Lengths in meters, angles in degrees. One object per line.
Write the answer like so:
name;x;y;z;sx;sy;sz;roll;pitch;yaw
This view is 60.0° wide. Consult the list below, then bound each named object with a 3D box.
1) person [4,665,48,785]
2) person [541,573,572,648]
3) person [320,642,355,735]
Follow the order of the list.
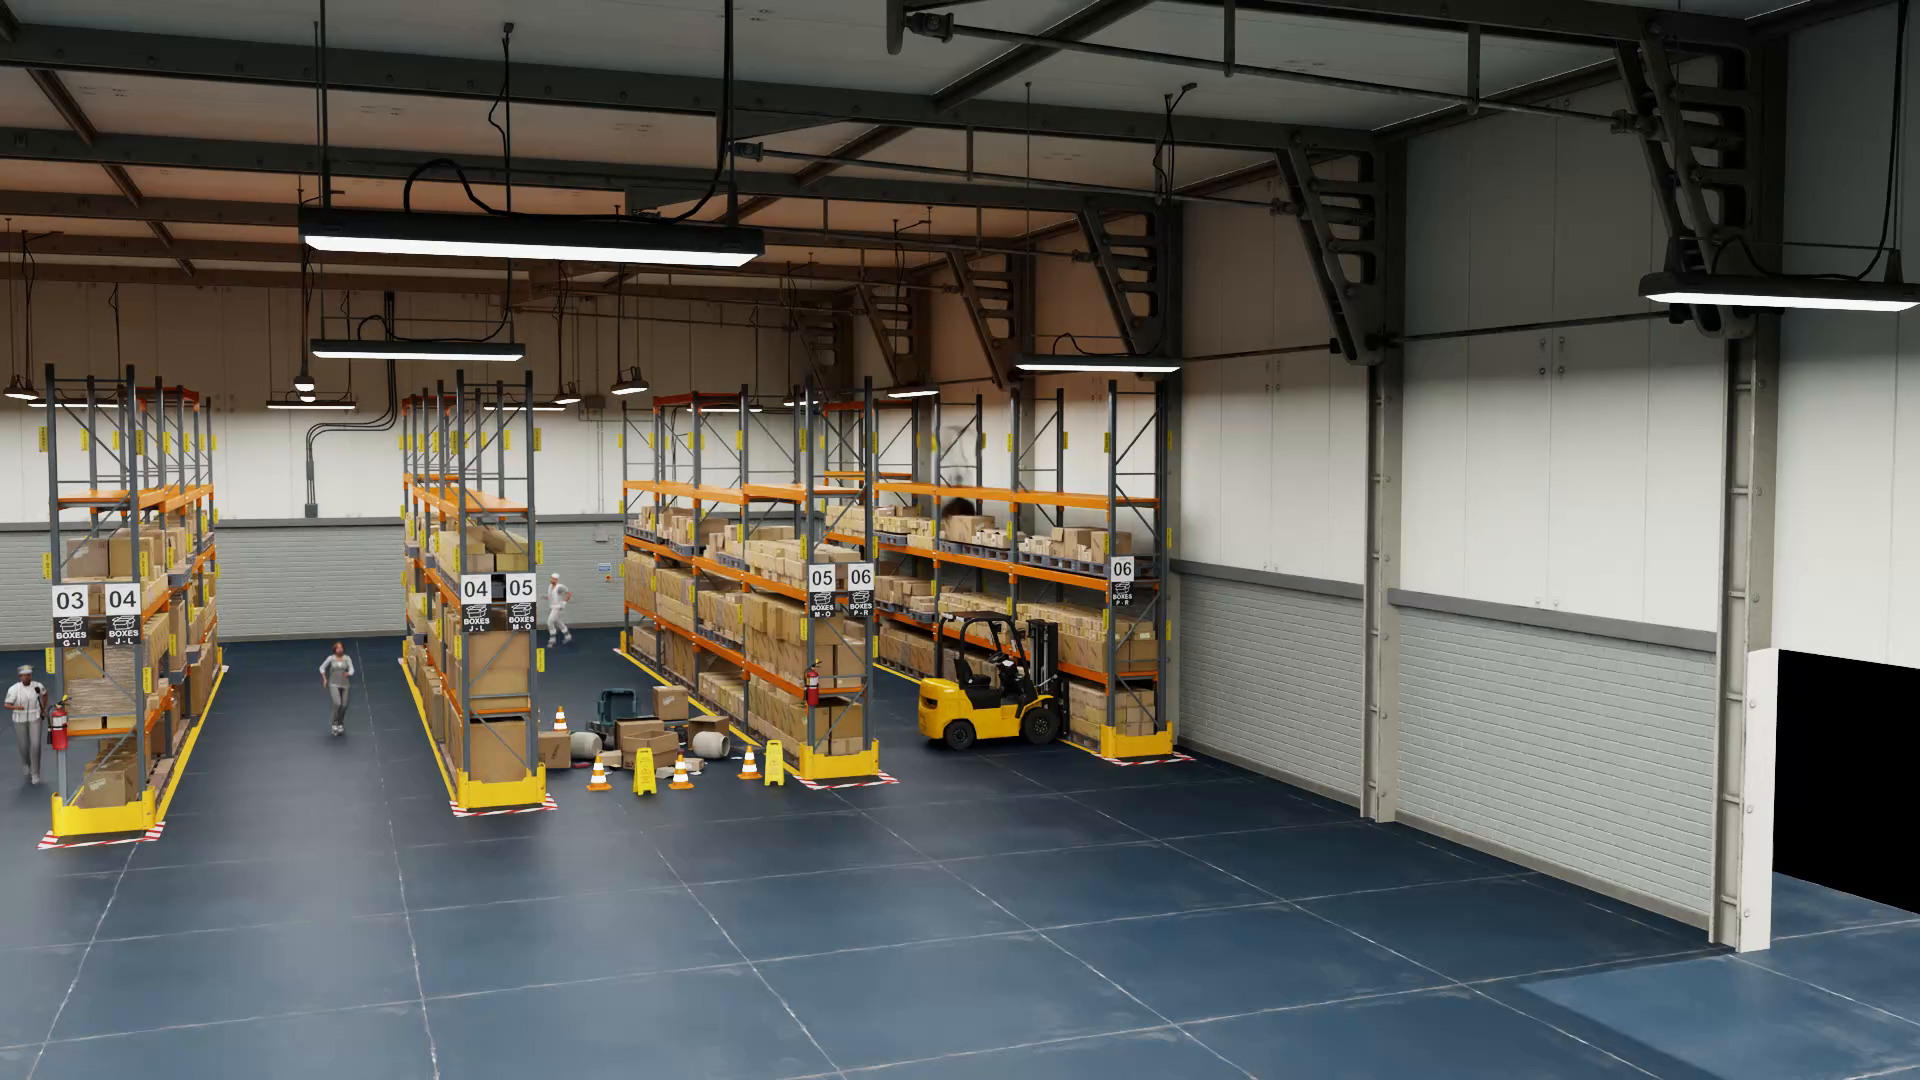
person;-13.819;2.705;24.624;0.569;1.736;0.851;-2;4;-29
person;-9.925;1.729;40.901;0.792;1.851;0.616;-3;4;-41
person;-10.626;2.537;28.445;0.506;1.592;0.662;-2;4;-35
